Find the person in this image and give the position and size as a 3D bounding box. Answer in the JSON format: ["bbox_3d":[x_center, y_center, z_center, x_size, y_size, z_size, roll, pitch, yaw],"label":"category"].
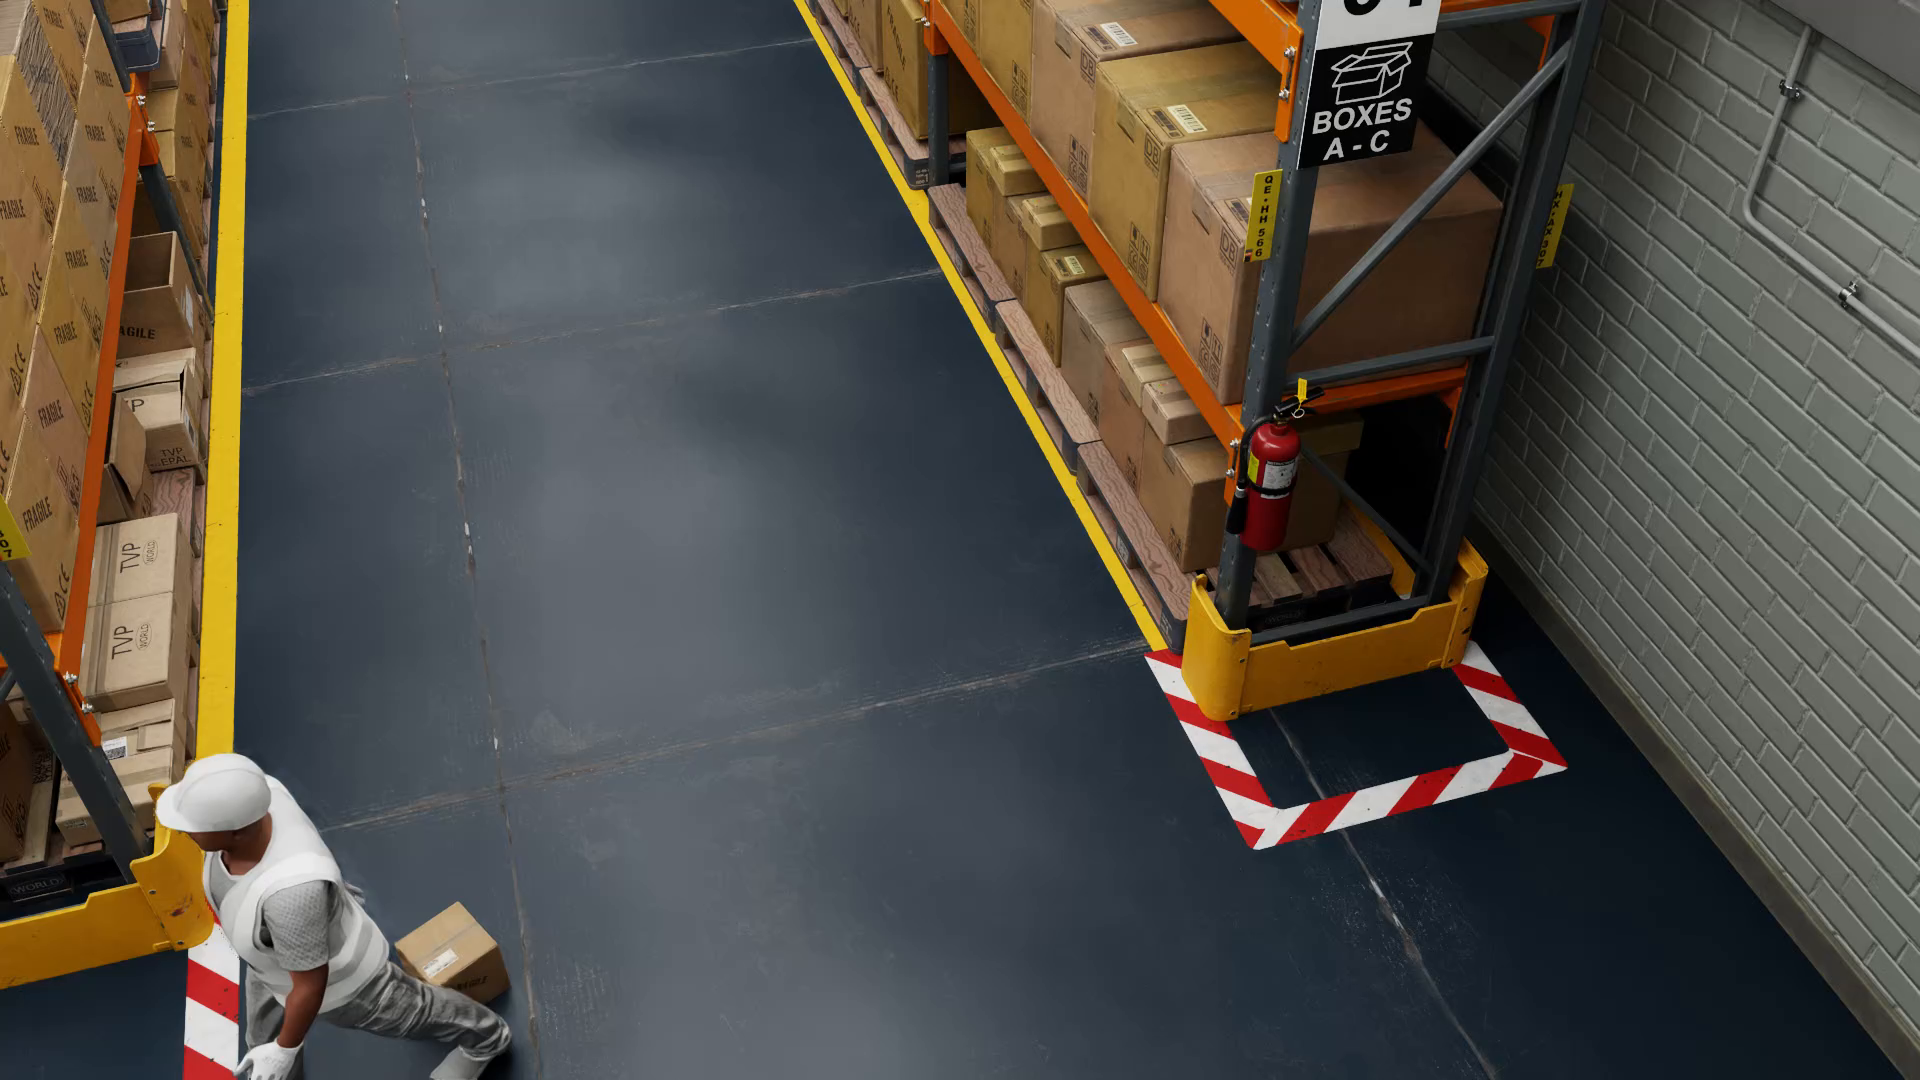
[{"bbox_3d":[-1.922,1.235,4.745,1.067,1.714,0.582,-31,50,-30],"label":"person"}]
